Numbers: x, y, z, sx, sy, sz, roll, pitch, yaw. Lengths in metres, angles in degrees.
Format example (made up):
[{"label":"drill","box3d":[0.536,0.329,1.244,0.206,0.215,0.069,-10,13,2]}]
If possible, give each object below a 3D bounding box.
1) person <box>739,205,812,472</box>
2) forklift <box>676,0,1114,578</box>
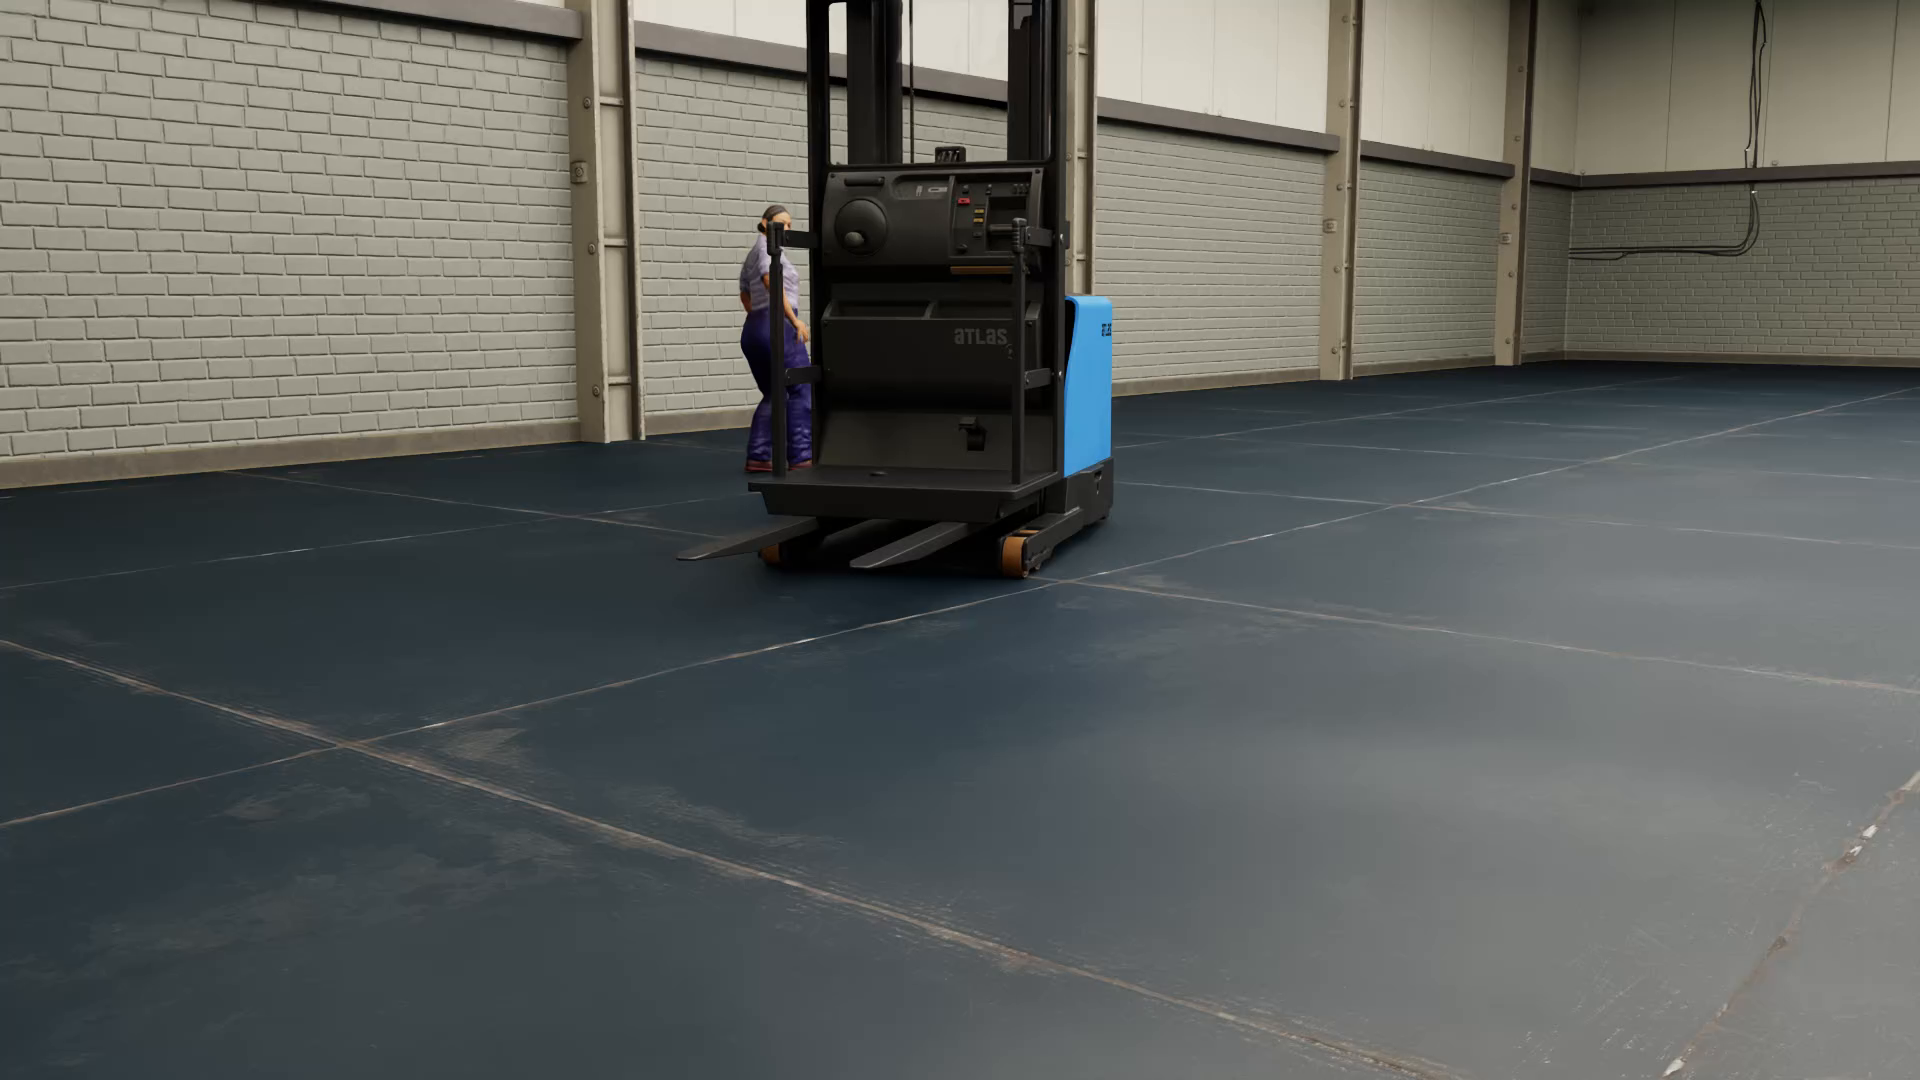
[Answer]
[{"label":"person","box3d":[-1.100,-1.229,10.204,0.485,1.629,0.680,-5,10,-31]},{"label":"forklift","box3d":[-0.176,-1.366,6.616,1.130,2.935,3.031,3,9,17]}]
